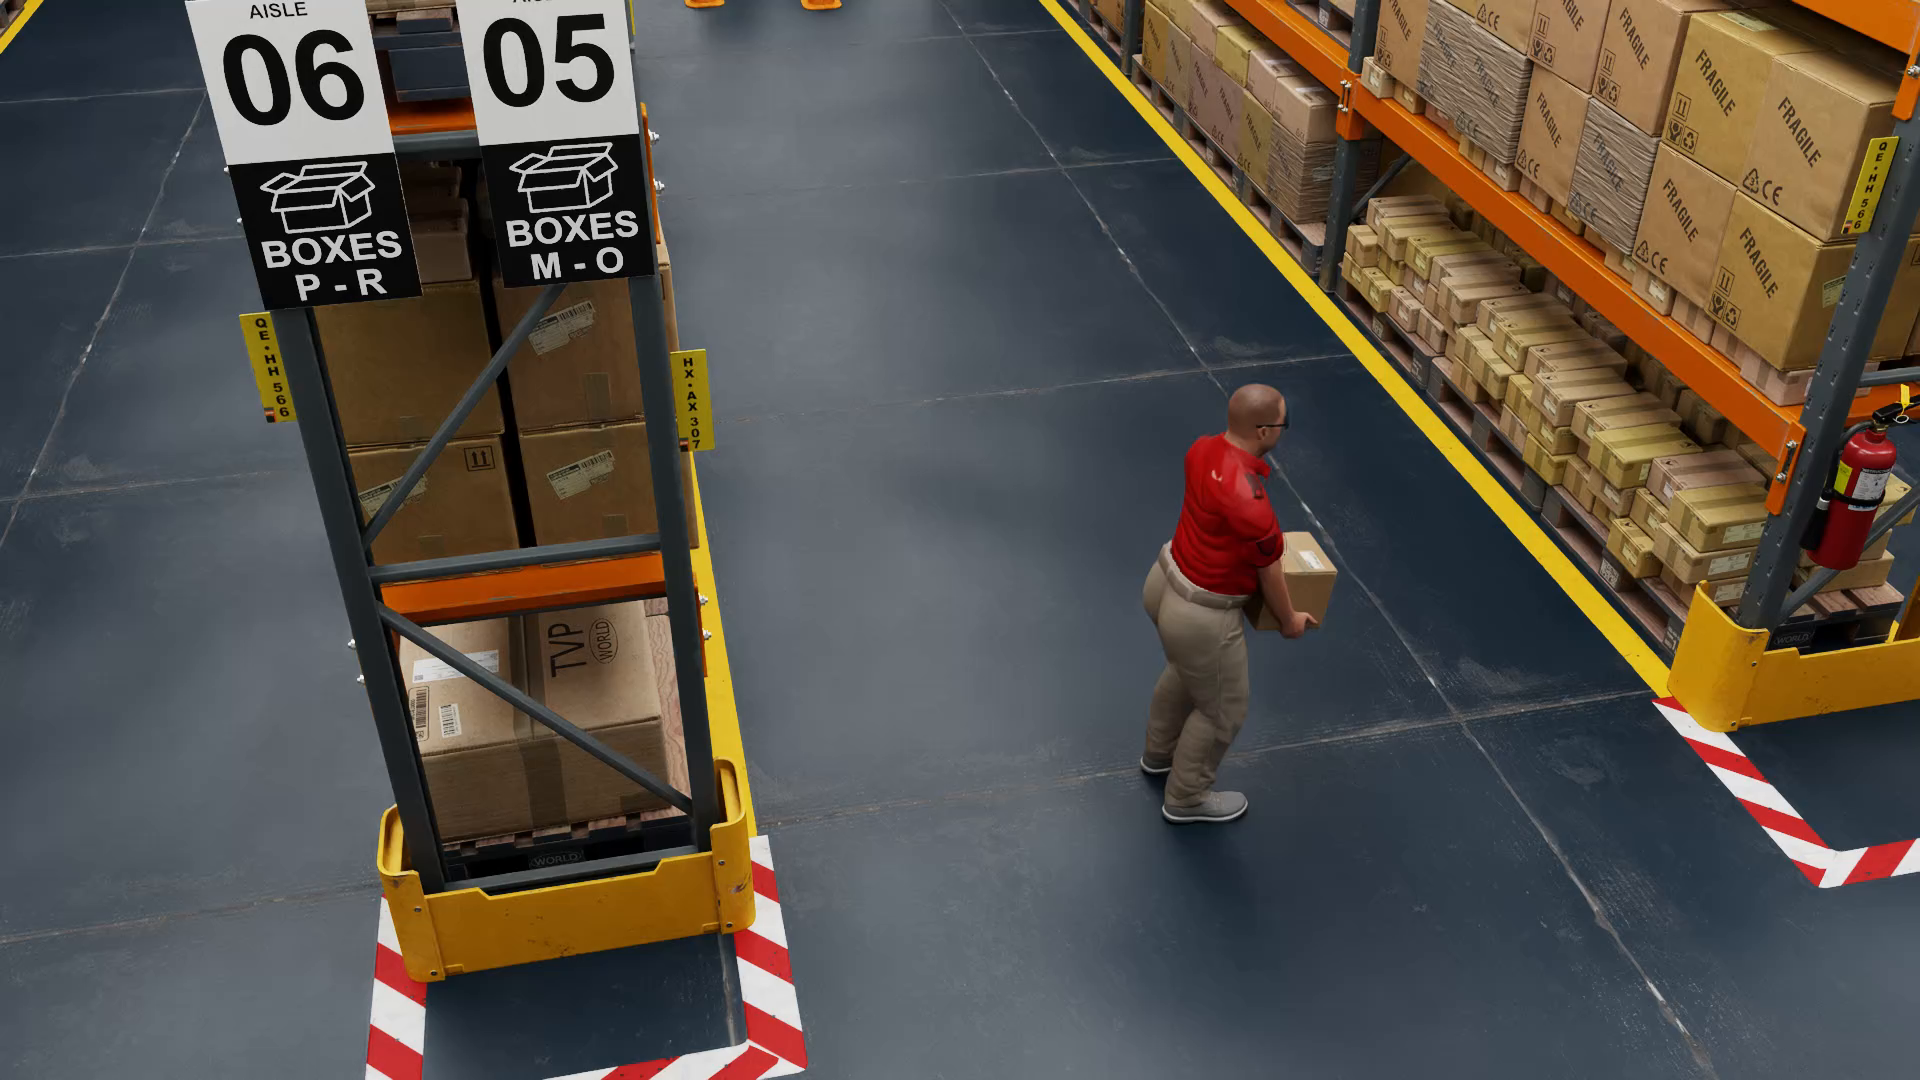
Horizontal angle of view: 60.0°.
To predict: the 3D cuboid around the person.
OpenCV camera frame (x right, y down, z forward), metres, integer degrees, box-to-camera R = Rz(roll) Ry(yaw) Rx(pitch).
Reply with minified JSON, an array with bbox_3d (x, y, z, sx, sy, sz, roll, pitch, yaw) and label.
[{"bbox_3d":[0.938,0.215,5.863,0.572,1.711,0.485,-8,35,-11],"label":"person"}]
